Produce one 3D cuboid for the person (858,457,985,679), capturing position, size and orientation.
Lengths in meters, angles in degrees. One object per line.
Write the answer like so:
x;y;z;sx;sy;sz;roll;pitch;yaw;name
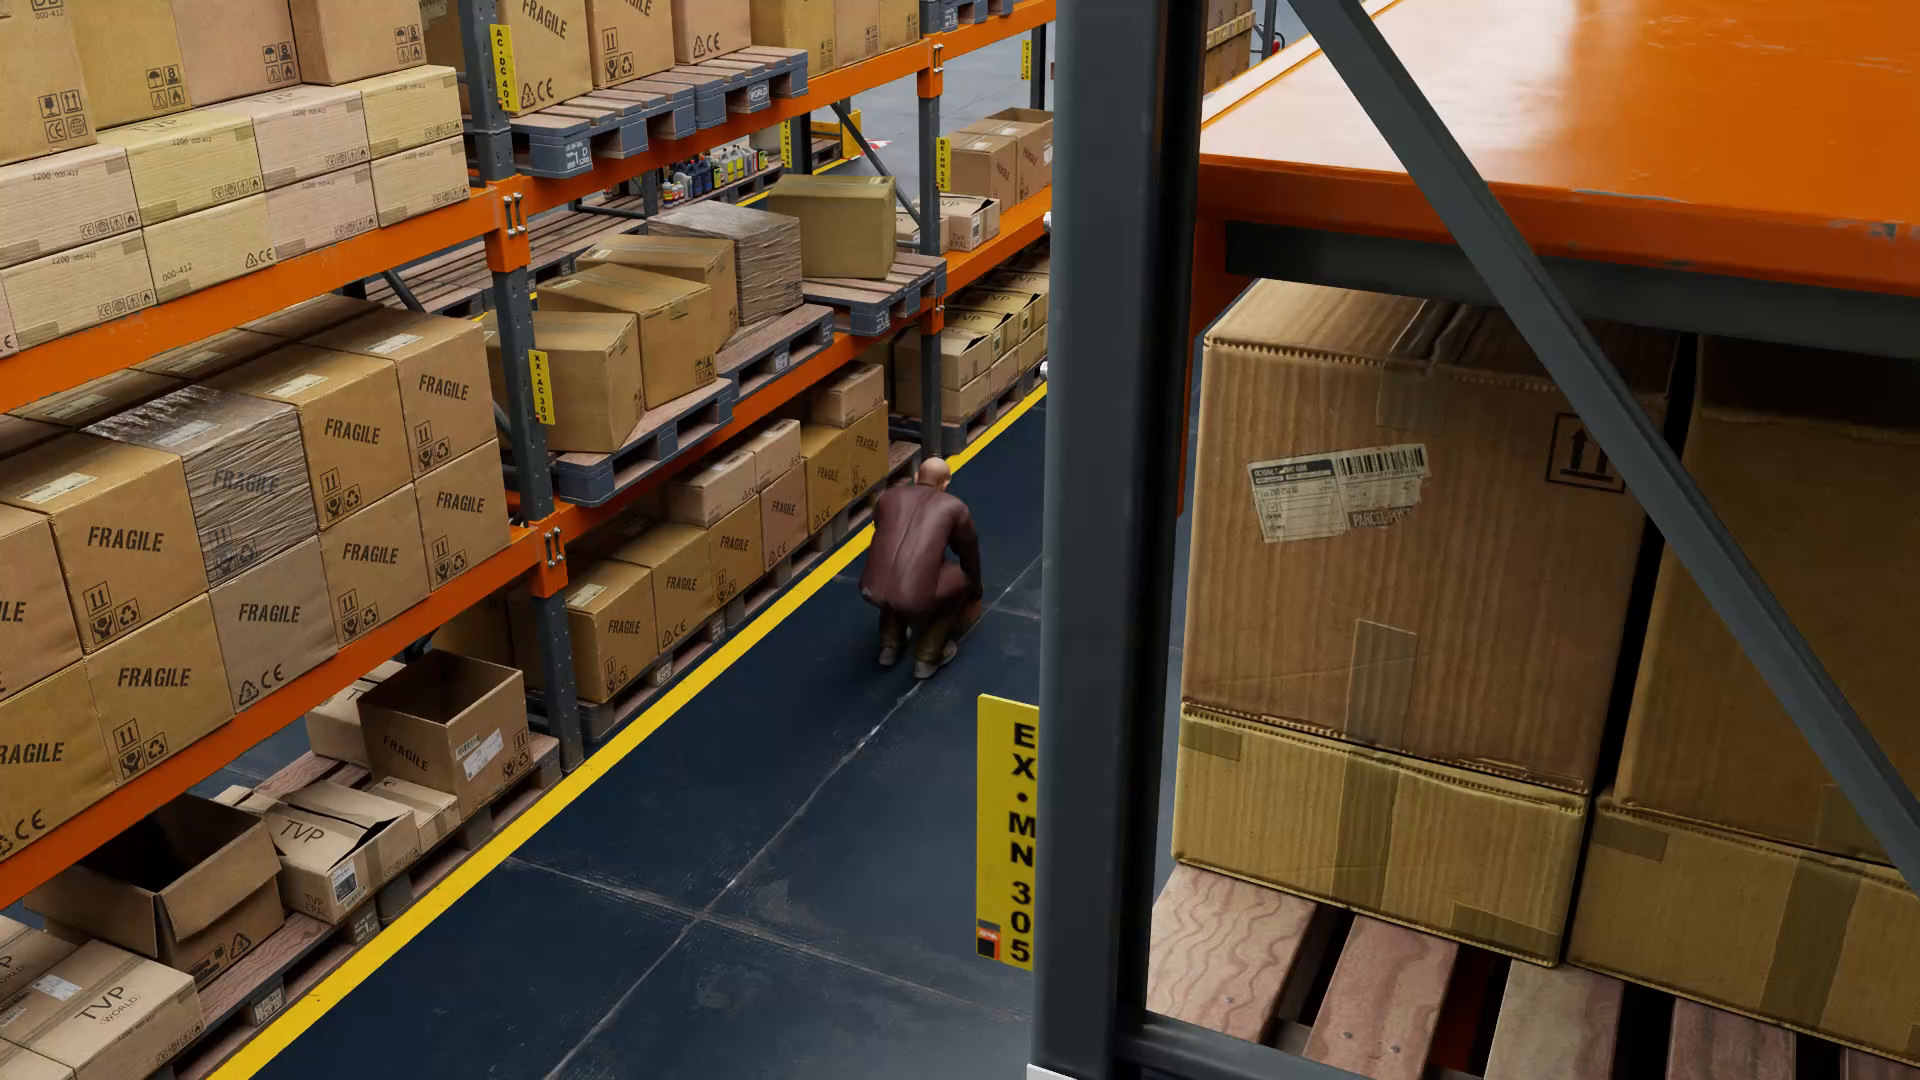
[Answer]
-0.220;0.155;8.751;0.609;0.960;0.900;11;28;22;person
